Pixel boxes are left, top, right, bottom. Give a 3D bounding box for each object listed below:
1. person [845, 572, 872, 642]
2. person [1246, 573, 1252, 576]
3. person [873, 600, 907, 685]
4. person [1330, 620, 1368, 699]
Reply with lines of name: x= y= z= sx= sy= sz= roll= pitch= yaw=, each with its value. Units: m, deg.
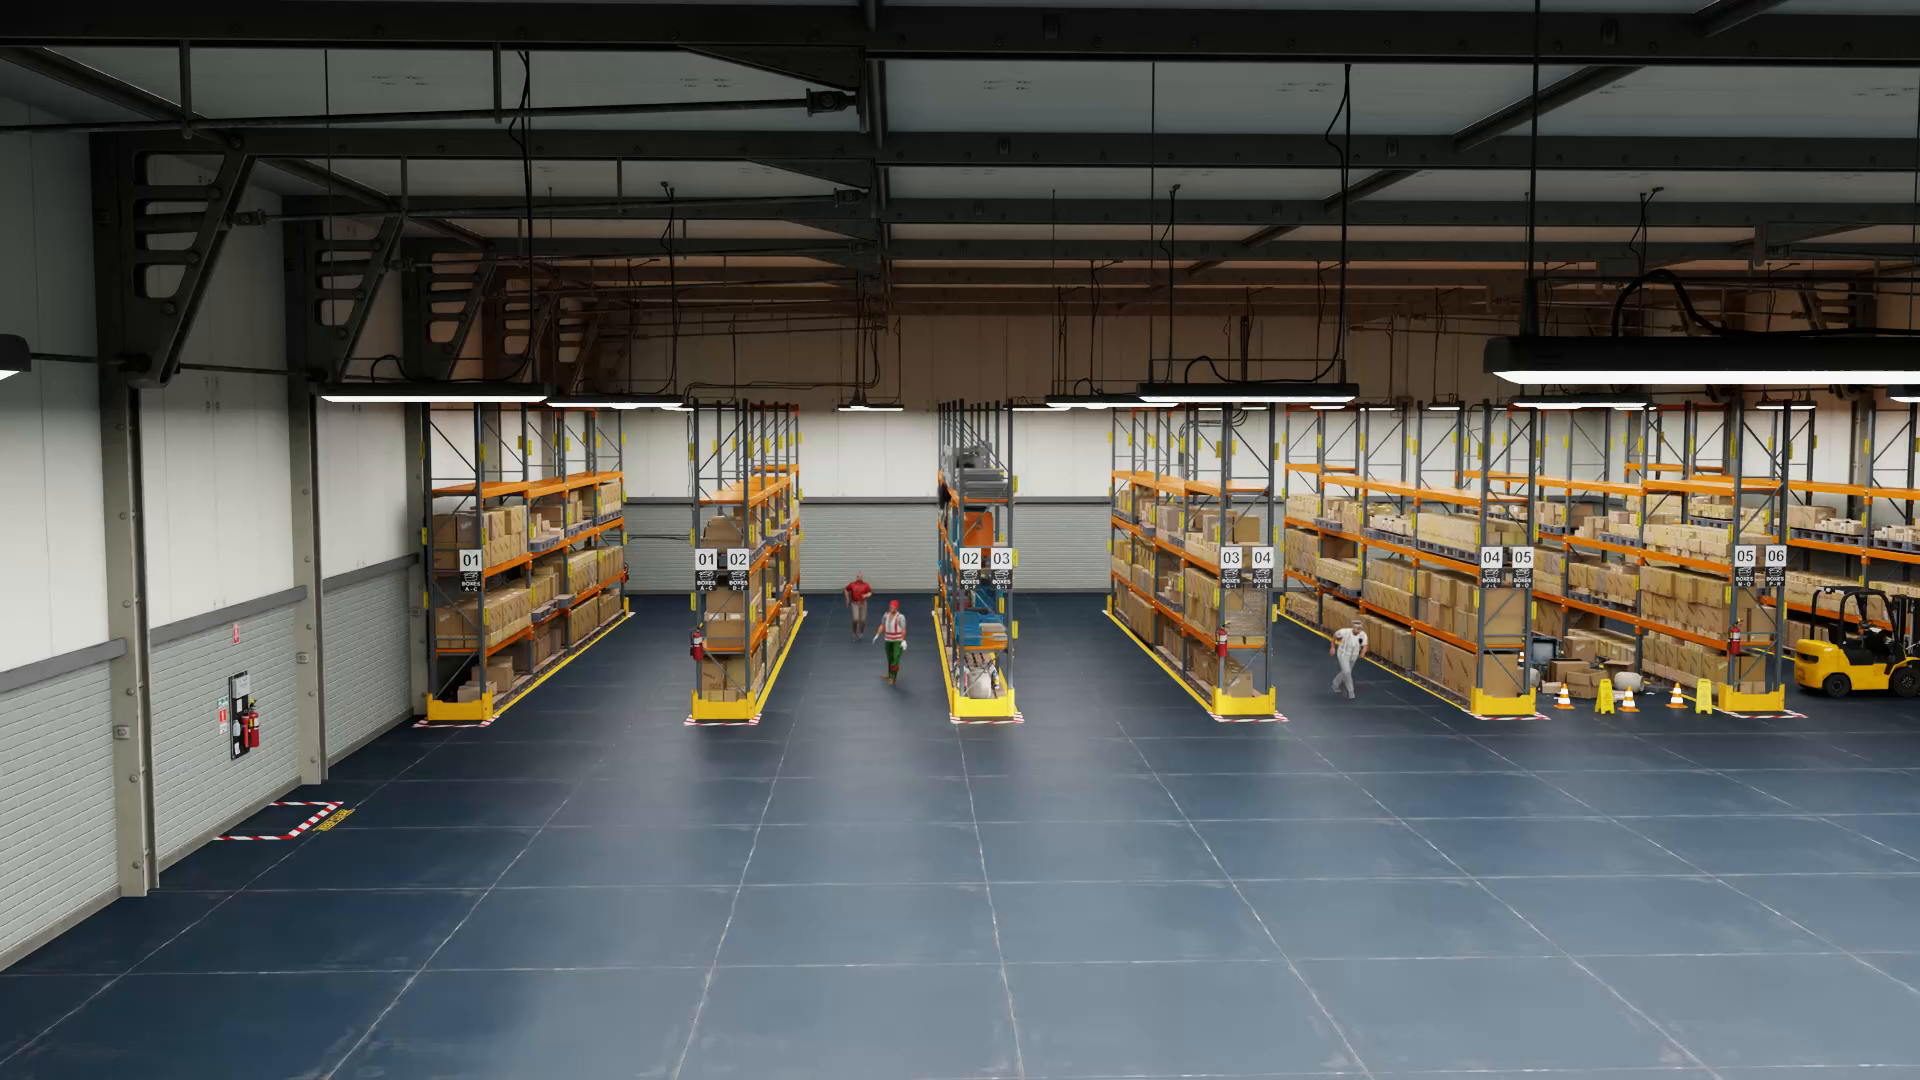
person: x=-2.539 y=1.699 z=41.849 sx=0.647 sy=1.767 sz=0.726 roll=-1 pitch=4 yaw=-12
person: x=8.354 y=1.206 z=47.999 sx=0.679 sy=1.757 sz=0.643 roll=1 pitch=5 yaw=16
person: x=-1.474 y=2.156 z=35.427 sx=0.754 sy=1.780 sz=0.770 roll=2 pitch=5 yaw=29
person: x=7.840 y=2.368 z=33.644 sx=0.687 sy=1.586 sz=1.082 roll=-1 pitch=4 yaw=-10
